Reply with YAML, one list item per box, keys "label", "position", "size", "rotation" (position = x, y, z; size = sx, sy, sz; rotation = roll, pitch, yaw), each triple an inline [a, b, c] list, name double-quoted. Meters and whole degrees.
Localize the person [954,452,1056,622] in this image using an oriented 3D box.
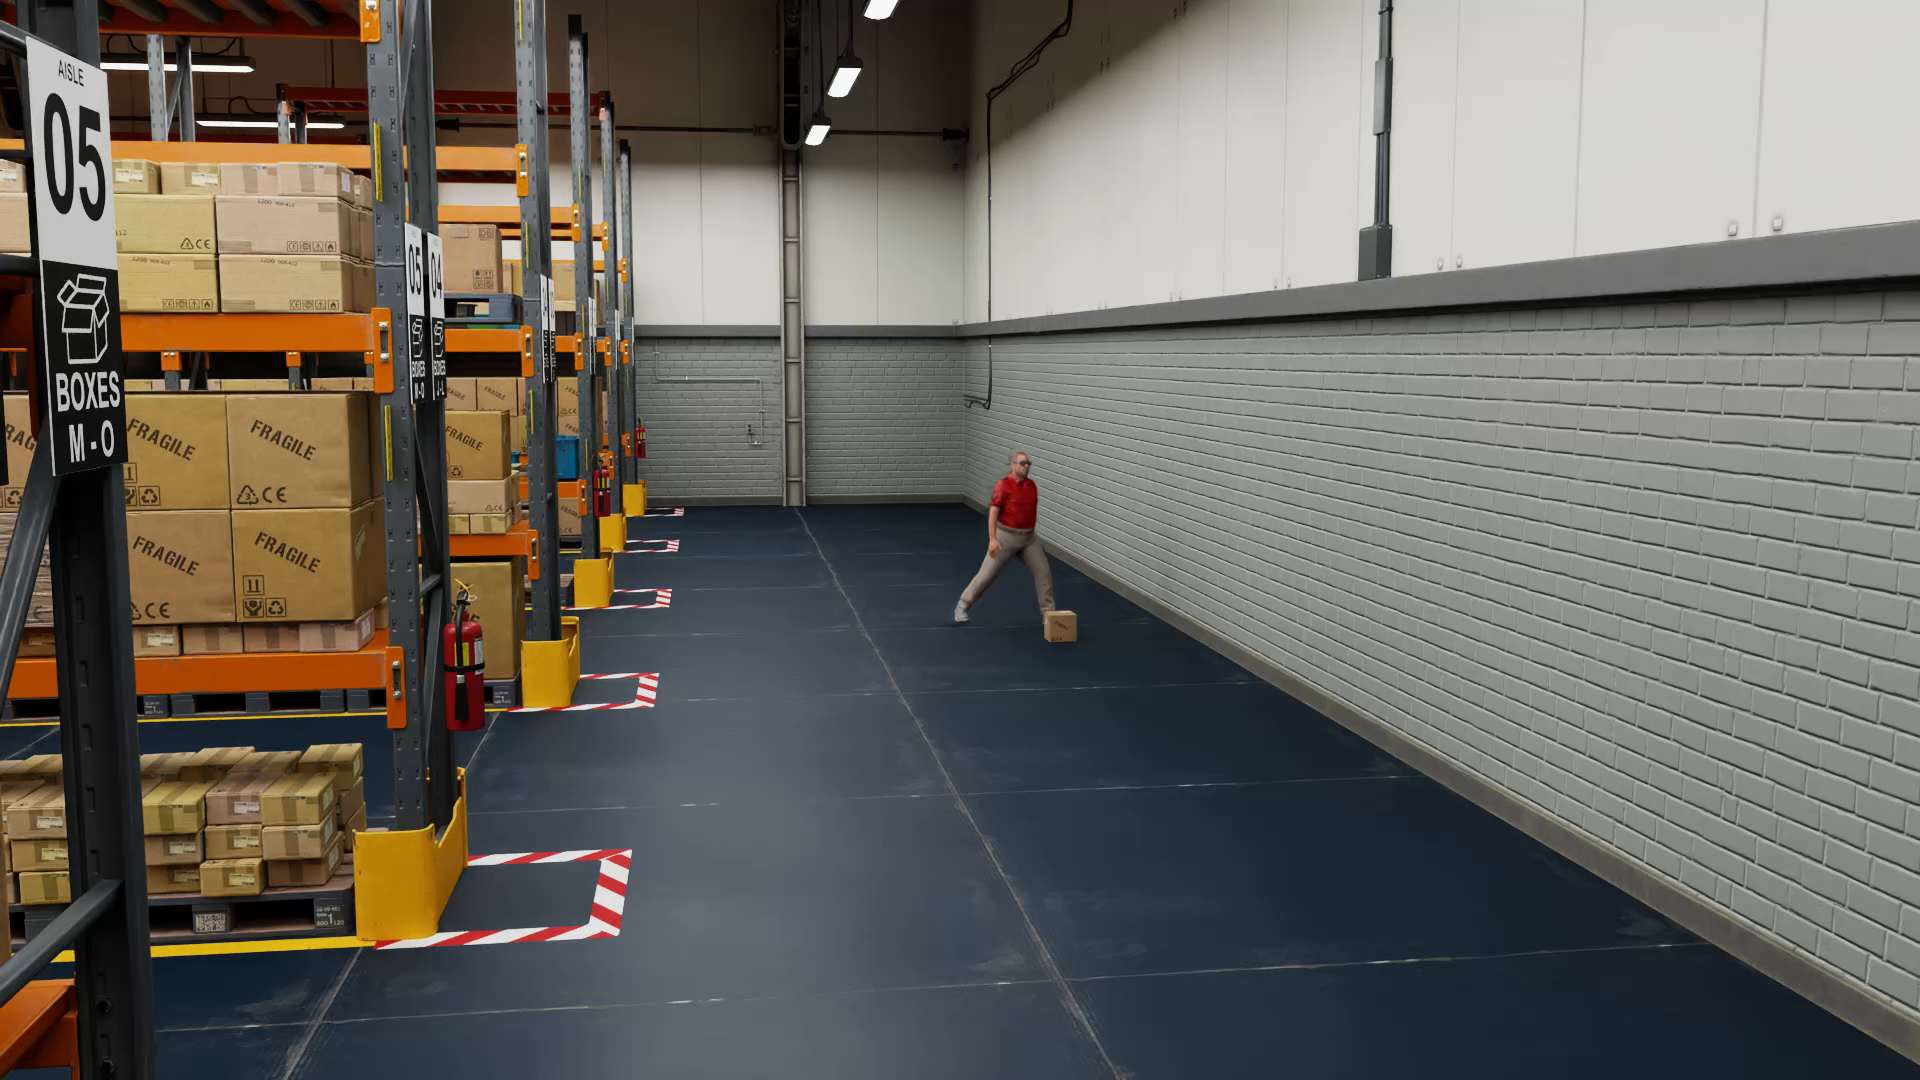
- label: "person"
  position: [0.480, -0.006, 15.950]
  size: [0.914, 1.677, 0.901]
  rotation: [-5, 8, -38]
